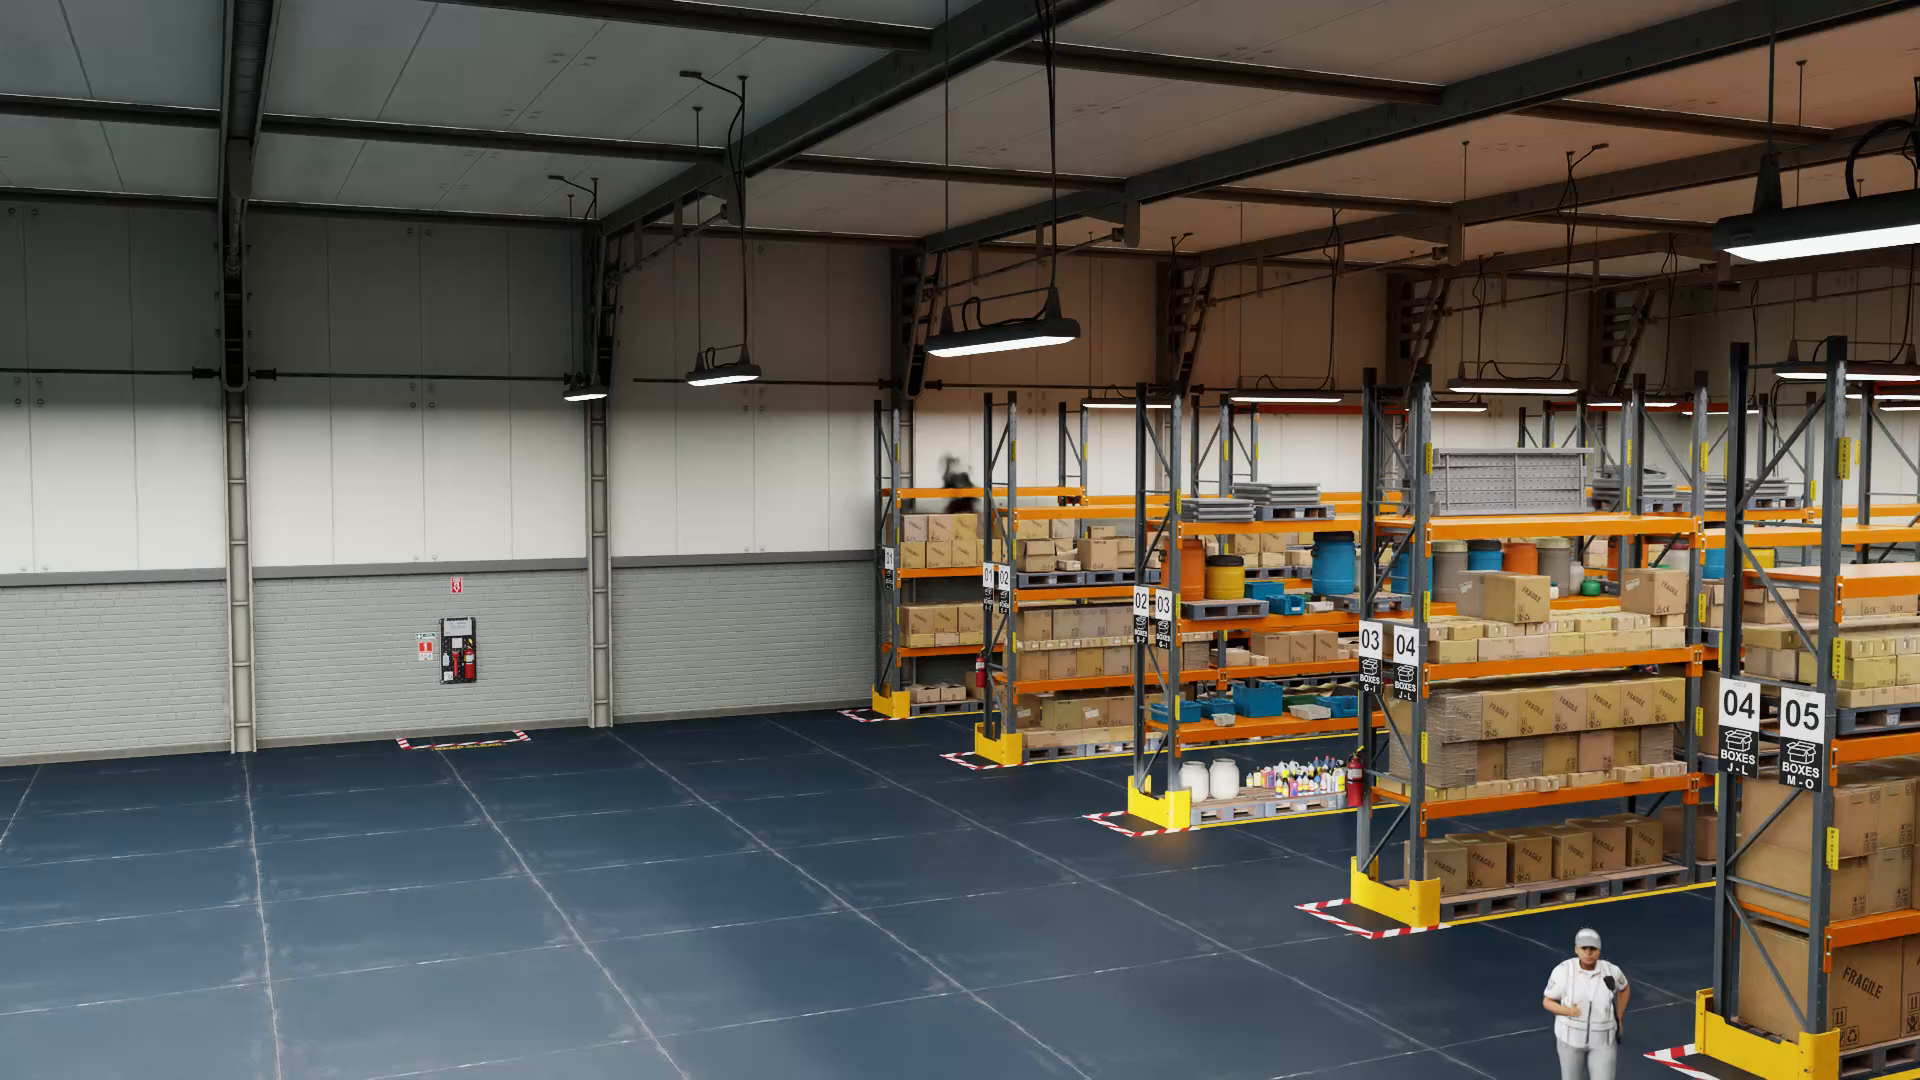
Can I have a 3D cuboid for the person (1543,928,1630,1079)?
[{"bbox_3d":[4.489,3.627,11.930,0.594,1.708,0.819,1,4,19],"label":"person"}]
